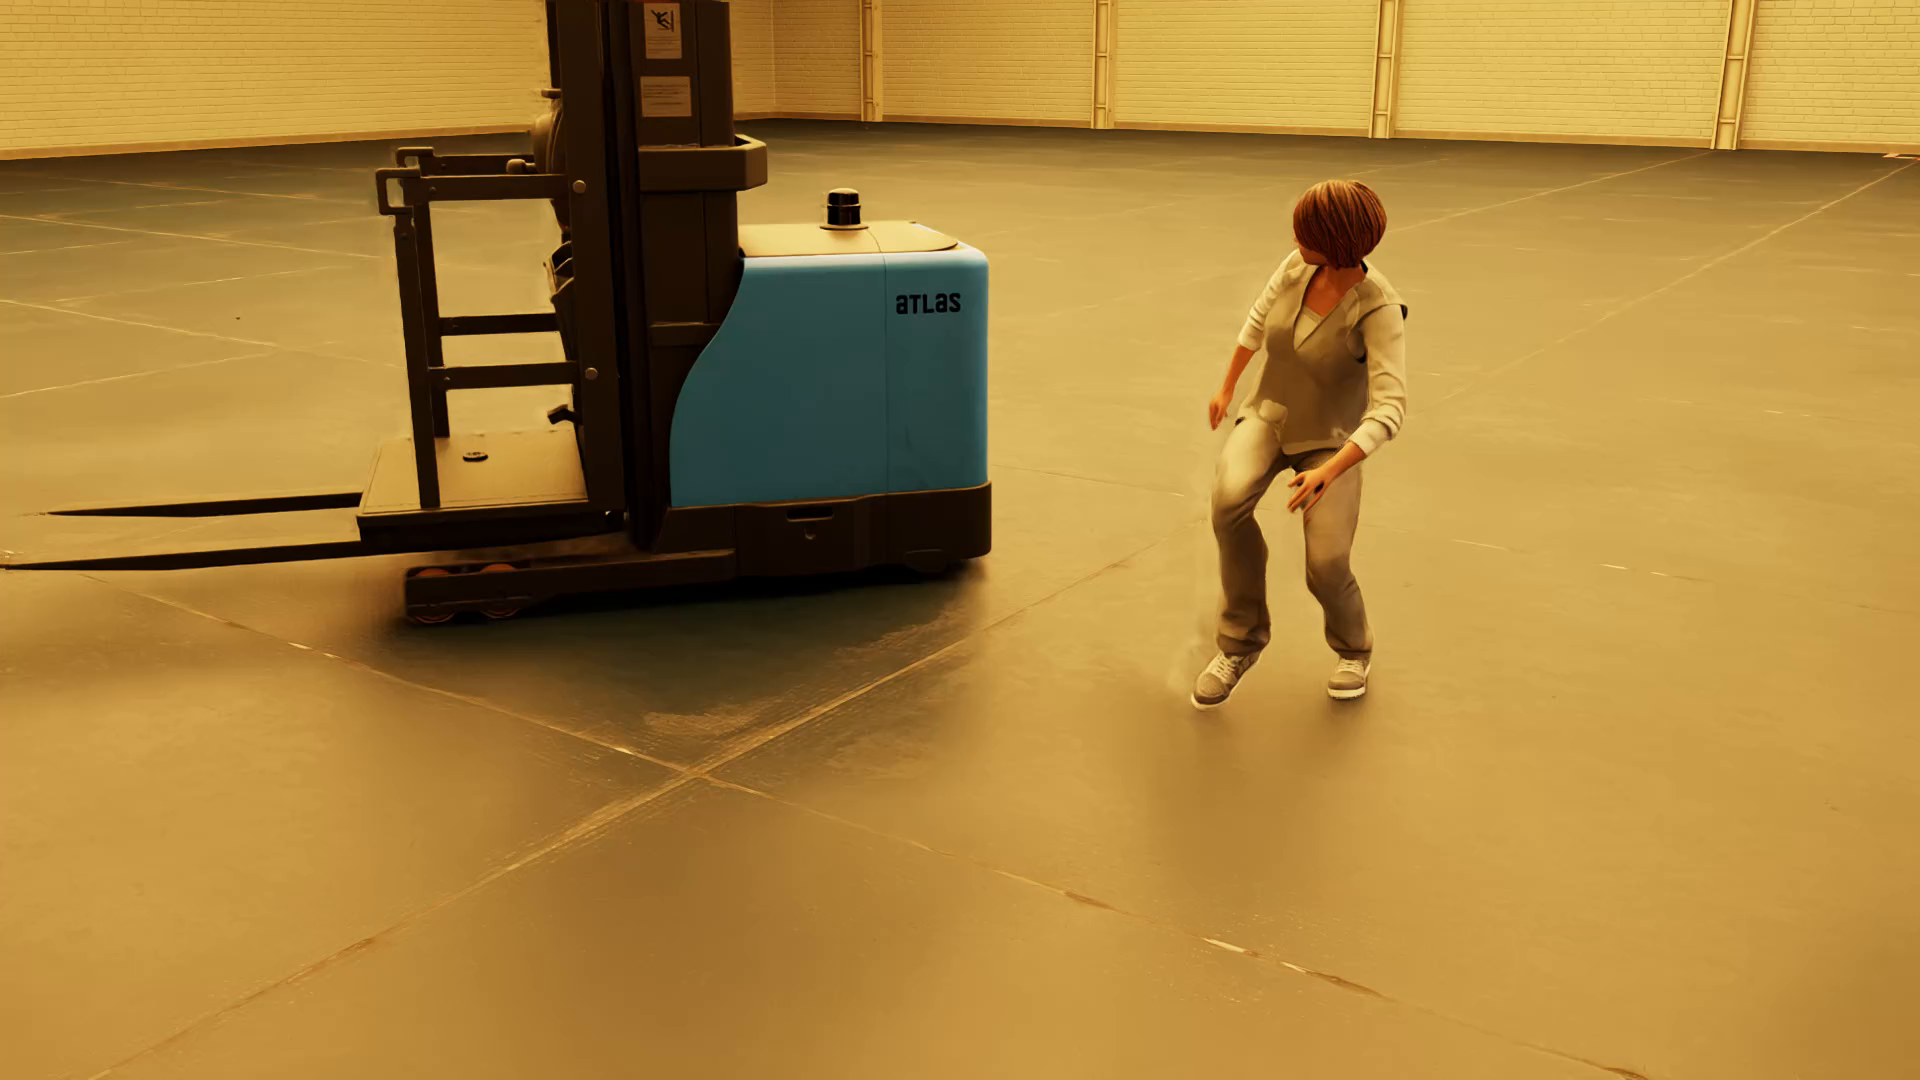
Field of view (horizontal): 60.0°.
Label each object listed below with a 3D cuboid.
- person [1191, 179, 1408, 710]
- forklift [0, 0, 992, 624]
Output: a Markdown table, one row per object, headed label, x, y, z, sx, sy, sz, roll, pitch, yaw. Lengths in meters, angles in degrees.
| label | x | y | z | sx | sy | sz | roll | pitch | yaw |
| --- | --- | --- | --- | --- | --- | --- | --- | --- | --- |
| person | 0.856 | -0.246 | 4.393 | 0.642 | 1.399 | 0.654 | 9 | 19 | 28 |
| forklift | -1.470 | -1.315 | 5.230 | 3.031 | 2.935 | 1.130 | -4 | 17 | -14 |
